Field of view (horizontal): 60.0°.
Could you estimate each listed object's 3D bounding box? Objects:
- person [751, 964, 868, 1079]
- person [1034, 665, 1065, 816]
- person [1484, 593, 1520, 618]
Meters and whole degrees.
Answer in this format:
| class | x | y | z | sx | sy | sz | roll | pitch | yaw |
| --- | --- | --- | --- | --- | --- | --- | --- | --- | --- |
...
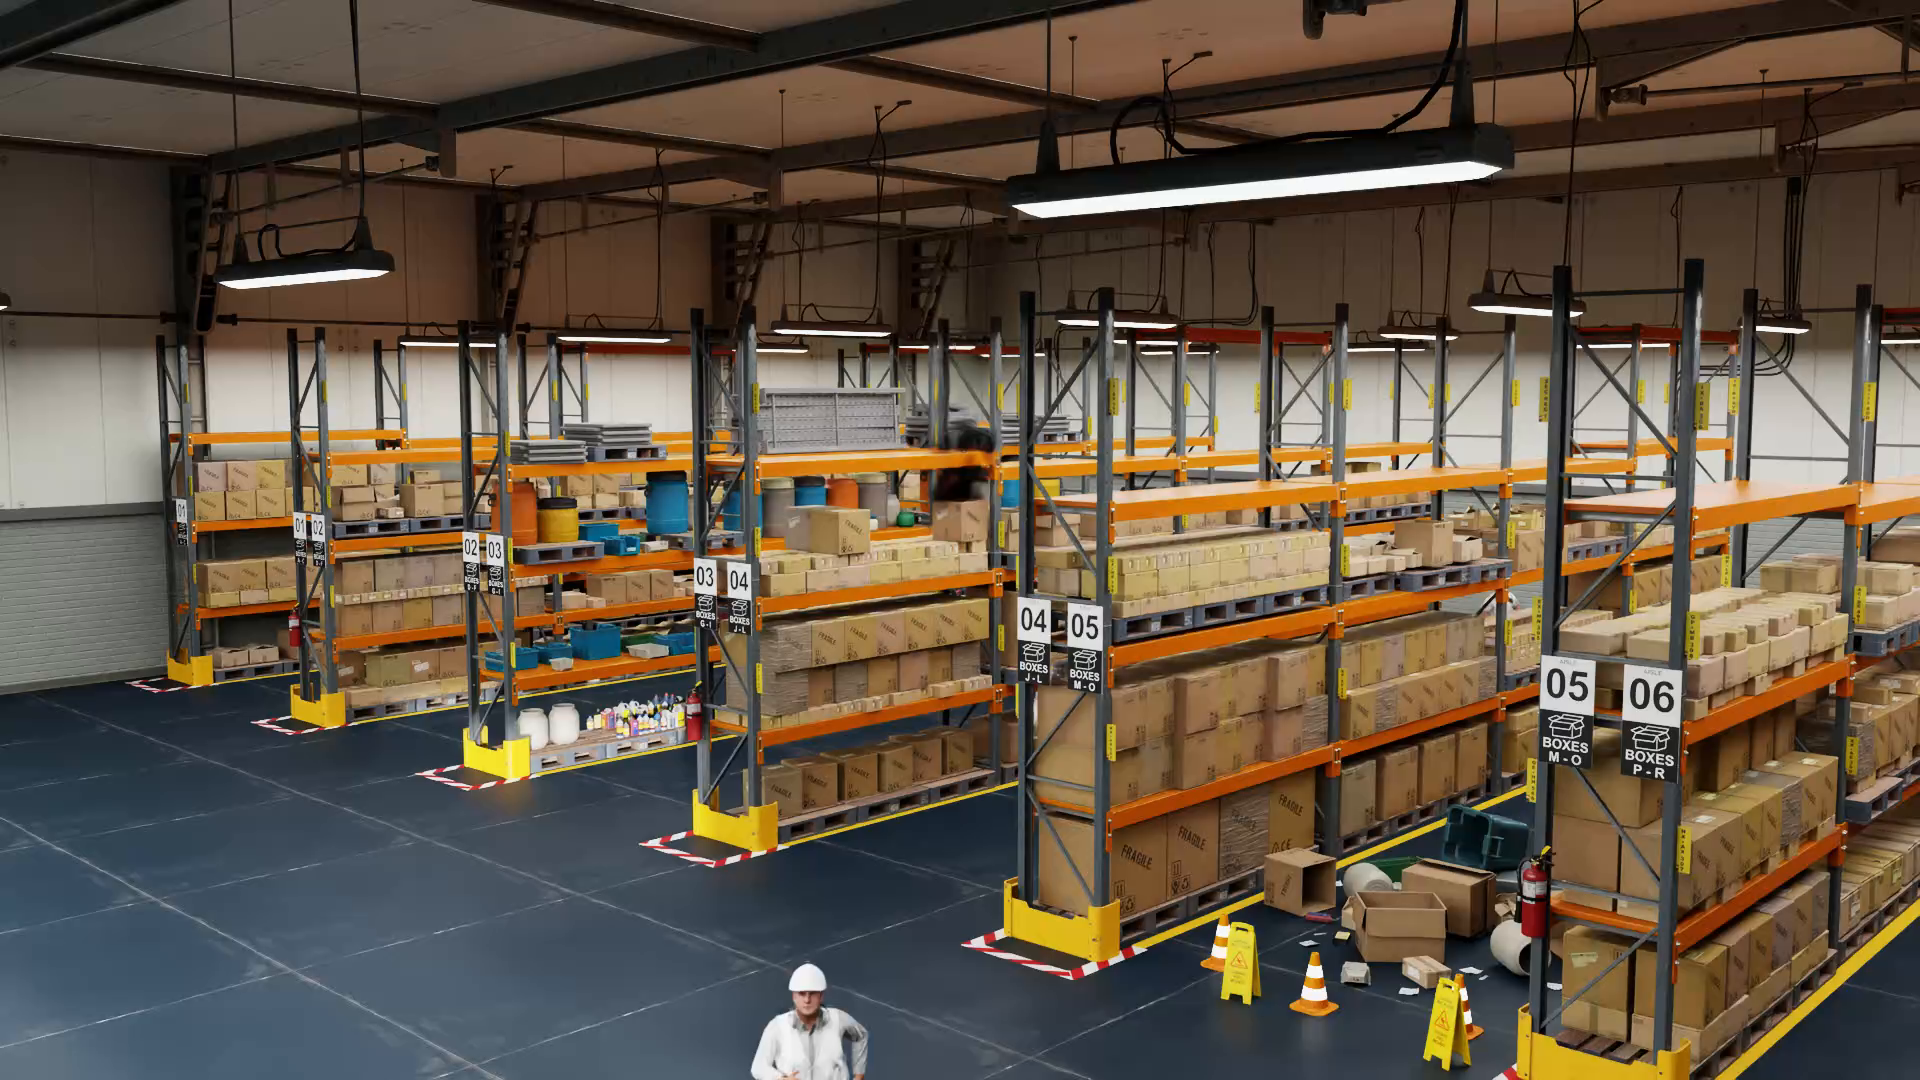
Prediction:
| class | x | y | z | sx | sy | sz | roll | pitch | yaw |
| --- | --- | --- | --- | --- | --- | --- | --- | --- | --- |
| person | -0.875 | 3.370 | 9.715 | 0.672 | 1.840 | 0.786 | 0 | 5 | -2 |
| person | 1.085 | 2.263 | 19.127 | 0.640 | 1.689 | 0.845 | 3 | 6 | 28 |
| person | 9.687 | 1.530 | 29.611 | 0.695 | 1.708 | 0.570 | 1 | 5 | 6 |
